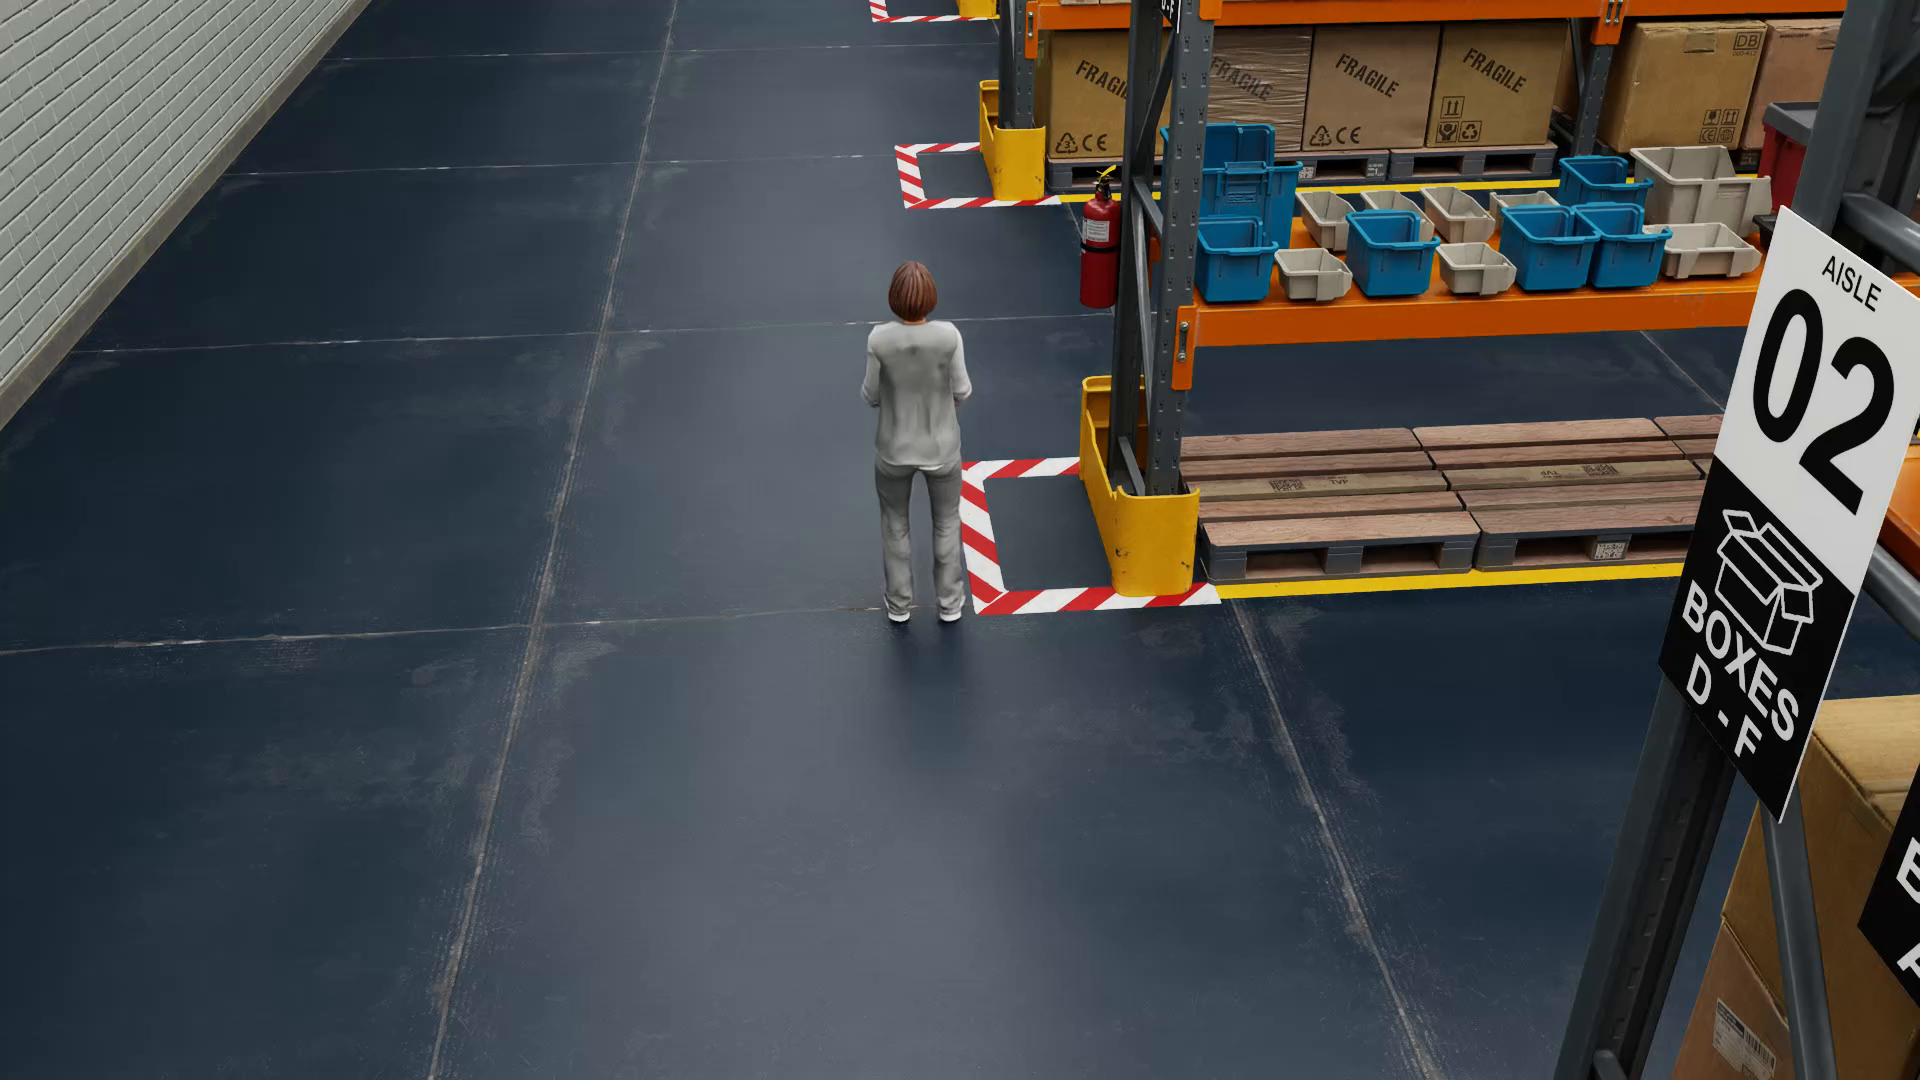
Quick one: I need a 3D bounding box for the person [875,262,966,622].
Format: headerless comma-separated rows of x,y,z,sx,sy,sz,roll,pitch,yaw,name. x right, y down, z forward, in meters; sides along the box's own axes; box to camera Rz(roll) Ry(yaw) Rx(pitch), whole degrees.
-0.171,-0.409,6.808,0.414,1.596,0.423,-1,32,-2,person
